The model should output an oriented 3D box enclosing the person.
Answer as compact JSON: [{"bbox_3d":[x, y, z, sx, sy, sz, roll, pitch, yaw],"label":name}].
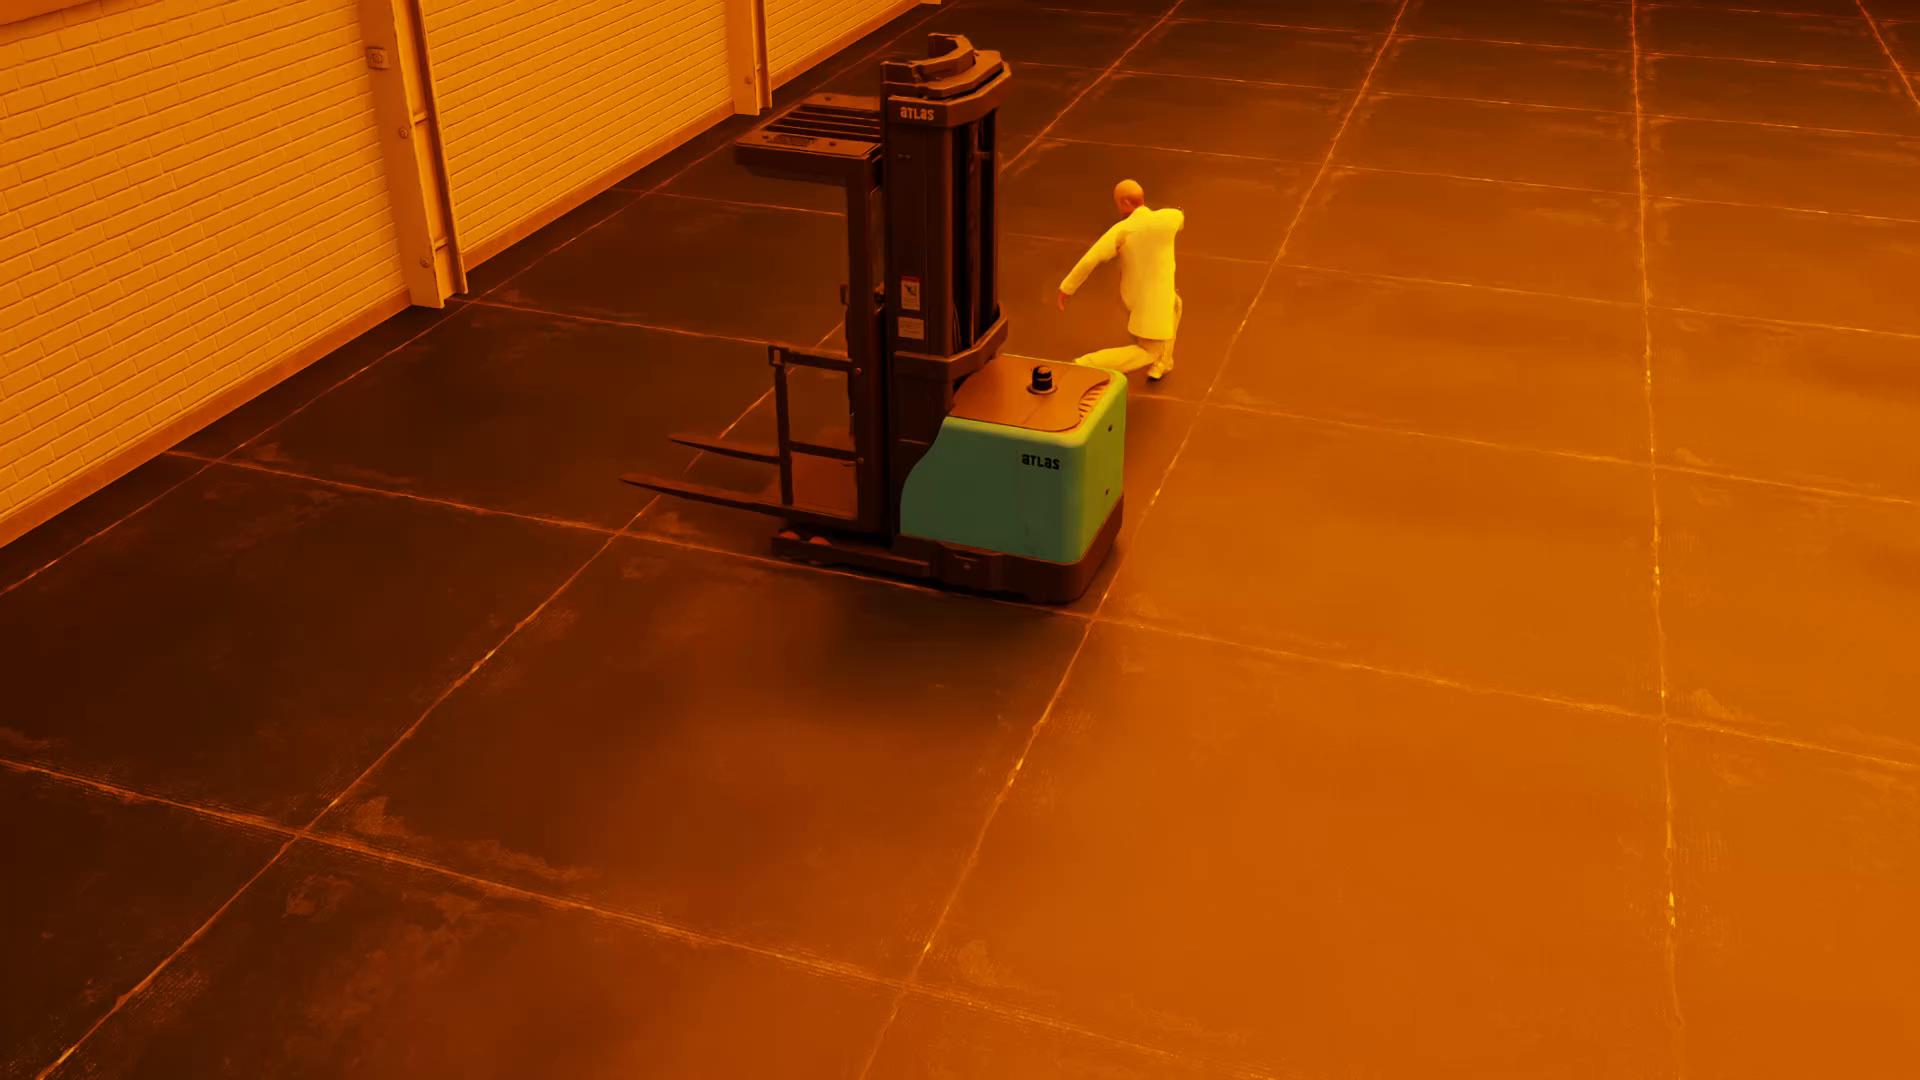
[{"bbox_3d":[1.185,-1.788,11.775,0.740,1.536,0.985,23,37,34],"label":"person"}]

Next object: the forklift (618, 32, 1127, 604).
[{"bbox_3d":[-0.588,-1.356,9.515,3.031,2.935,1.130,10,31,18],"label":"forklift"}]
